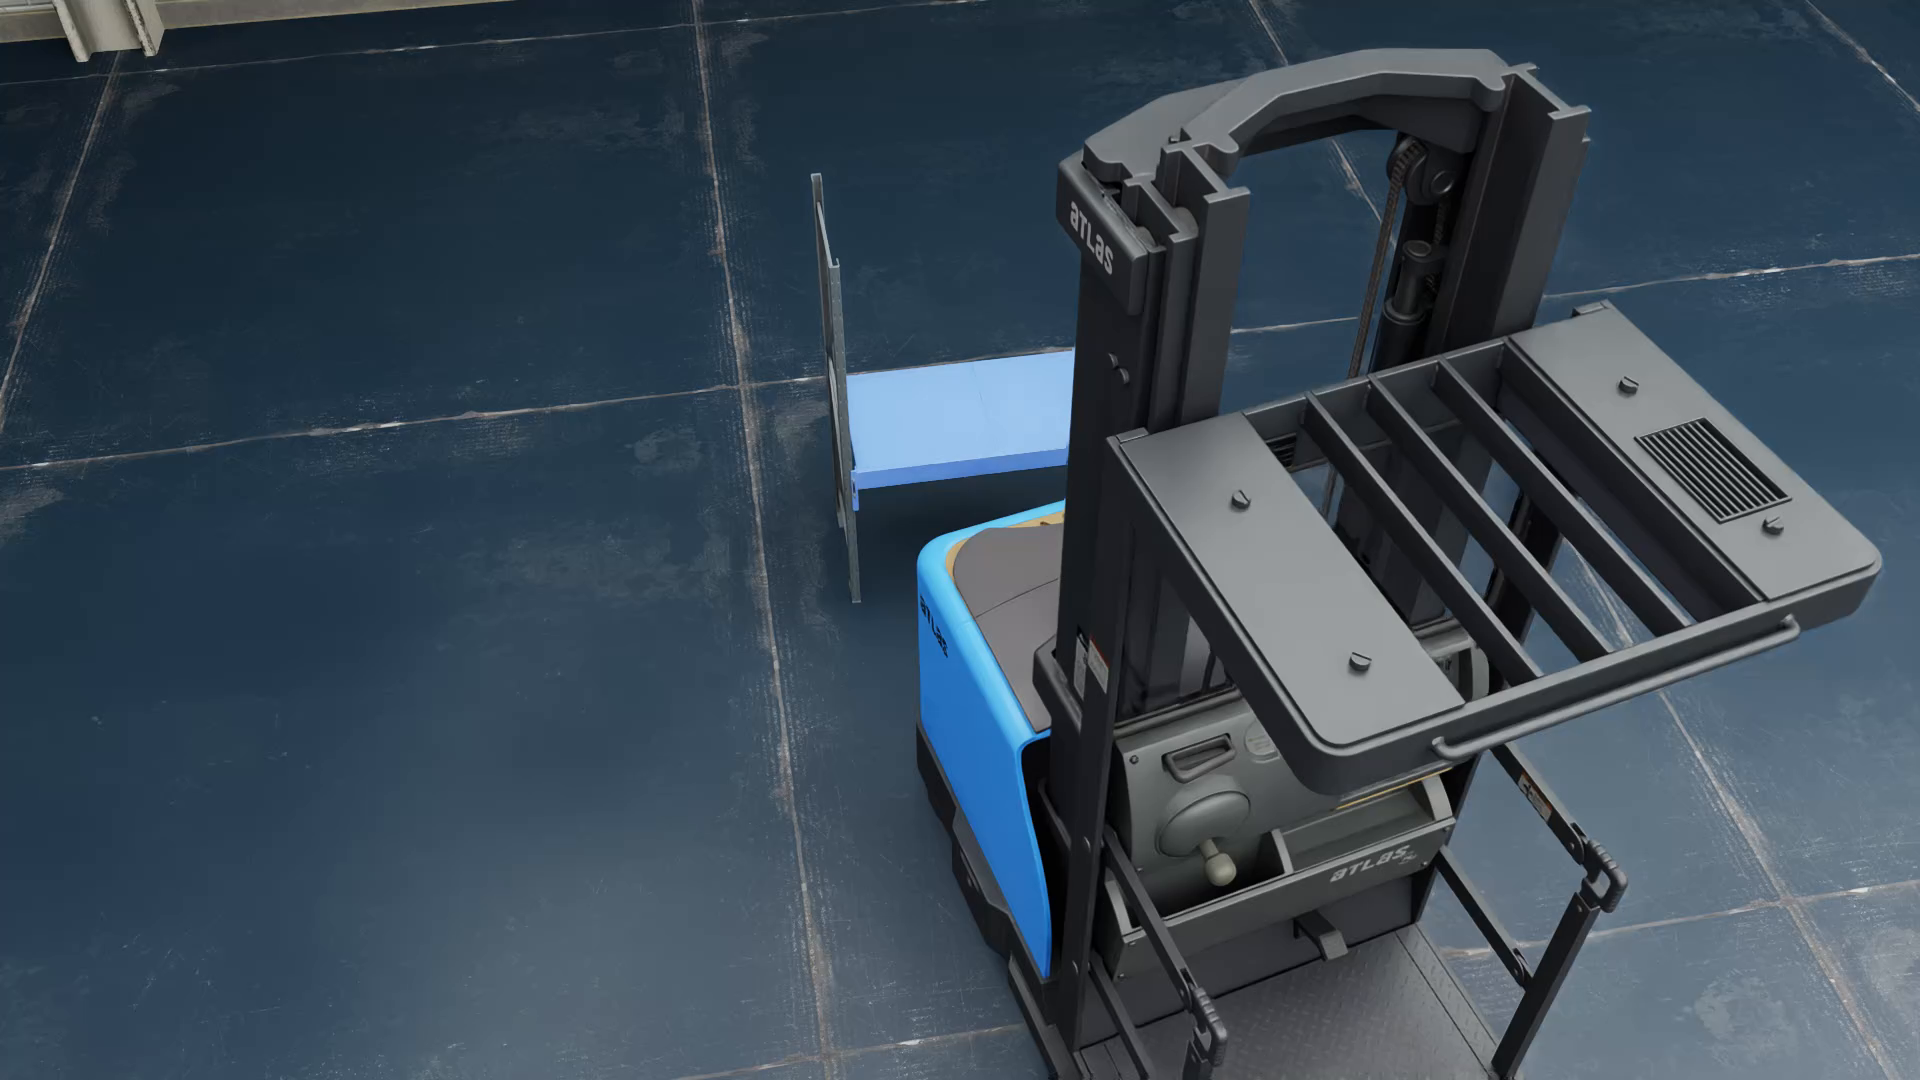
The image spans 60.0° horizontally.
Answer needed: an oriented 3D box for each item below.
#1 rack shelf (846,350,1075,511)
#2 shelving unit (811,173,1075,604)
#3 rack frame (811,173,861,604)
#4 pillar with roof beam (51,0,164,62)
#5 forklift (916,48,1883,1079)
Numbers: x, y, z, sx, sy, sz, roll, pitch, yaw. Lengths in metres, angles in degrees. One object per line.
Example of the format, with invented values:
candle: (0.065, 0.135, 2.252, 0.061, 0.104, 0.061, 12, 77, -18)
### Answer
rack shelf: (0.084, -0.406, 5.850, 1.000, 0.185, 0.538, -7, 46, -7)
shelving unit: (0.084, -0.531, 5.720, 1.048, 1.500, 0.538, -7, 46, -7)
rack frame: (-0.417, -0.468, 5.660, 0.032, 1.500, 0.500, -7, 46, -7)
pillar with roof beam: (-3.690, -2.686, 2.589, 0.400, 9.000, 9.100, -7, 46, -7)
forklift: (0.877, 0.590, 3.646, 1.130, 2.935, 3.031, -16, 48, -15)
